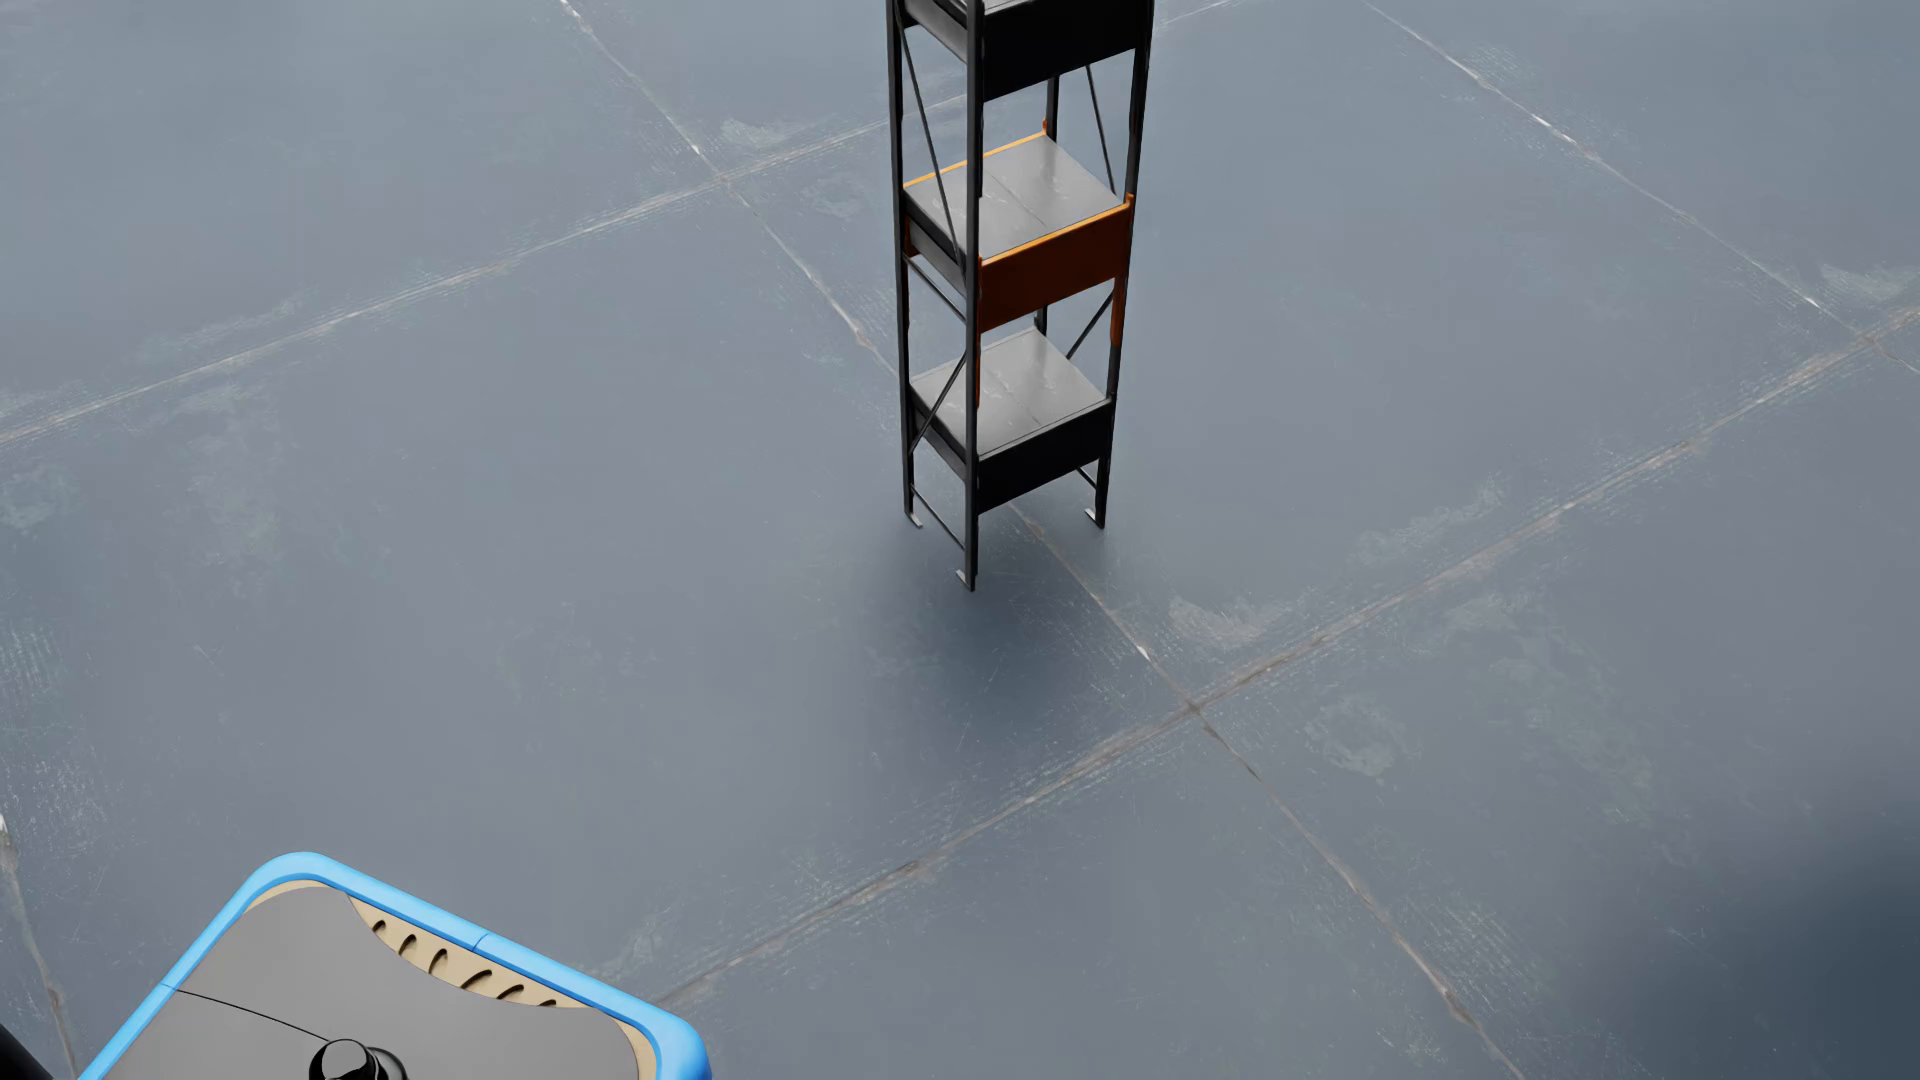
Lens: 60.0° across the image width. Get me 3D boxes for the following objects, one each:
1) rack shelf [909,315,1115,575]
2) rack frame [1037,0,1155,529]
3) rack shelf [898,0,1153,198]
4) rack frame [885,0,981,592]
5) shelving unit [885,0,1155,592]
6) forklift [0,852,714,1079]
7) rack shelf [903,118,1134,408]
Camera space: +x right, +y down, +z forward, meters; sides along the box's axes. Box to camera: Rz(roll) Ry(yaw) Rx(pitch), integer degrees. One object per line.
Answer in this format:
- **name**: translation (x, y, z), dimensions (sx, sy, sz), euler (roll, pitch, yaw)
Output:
- **rack shelf**: translation (0.140, -0.290, 5.058), dimensions (0.480, 0.518, 0.431), euler (-25, 53, -21)
- **rack frame**: translation (0.346, -0.861, 4.611), dimensions (0.015, 2.100, 0.400), euler (-25, 53, -21)
- **rack shelf**: translation (0.140, -1.221, 4.012), dimensions (0.480, 0.518, 0.431), euler (-25, 53, -21)
- **rack frame**: translation (-0.066, -0.667, 4.438), dimensions (0.015, 2.100, 0.400), euler (-25, 53, -21)
- **shelving unit**: translation (0.140, -0.764, 4.525), dimensions (0.503, 2.100, 0.431), euler (-25, 53, -21)
- **forklift**: translation (-1.521, 1.487, 1.963), dimensions (1.130, 2.935, 3.031), euler (19, 51, 16)
- **rack shelf**: translation (0.140, -0.755, 4.535), dimensions (0.480, 0.518, 0.431), euler (-25, 53, -21)
